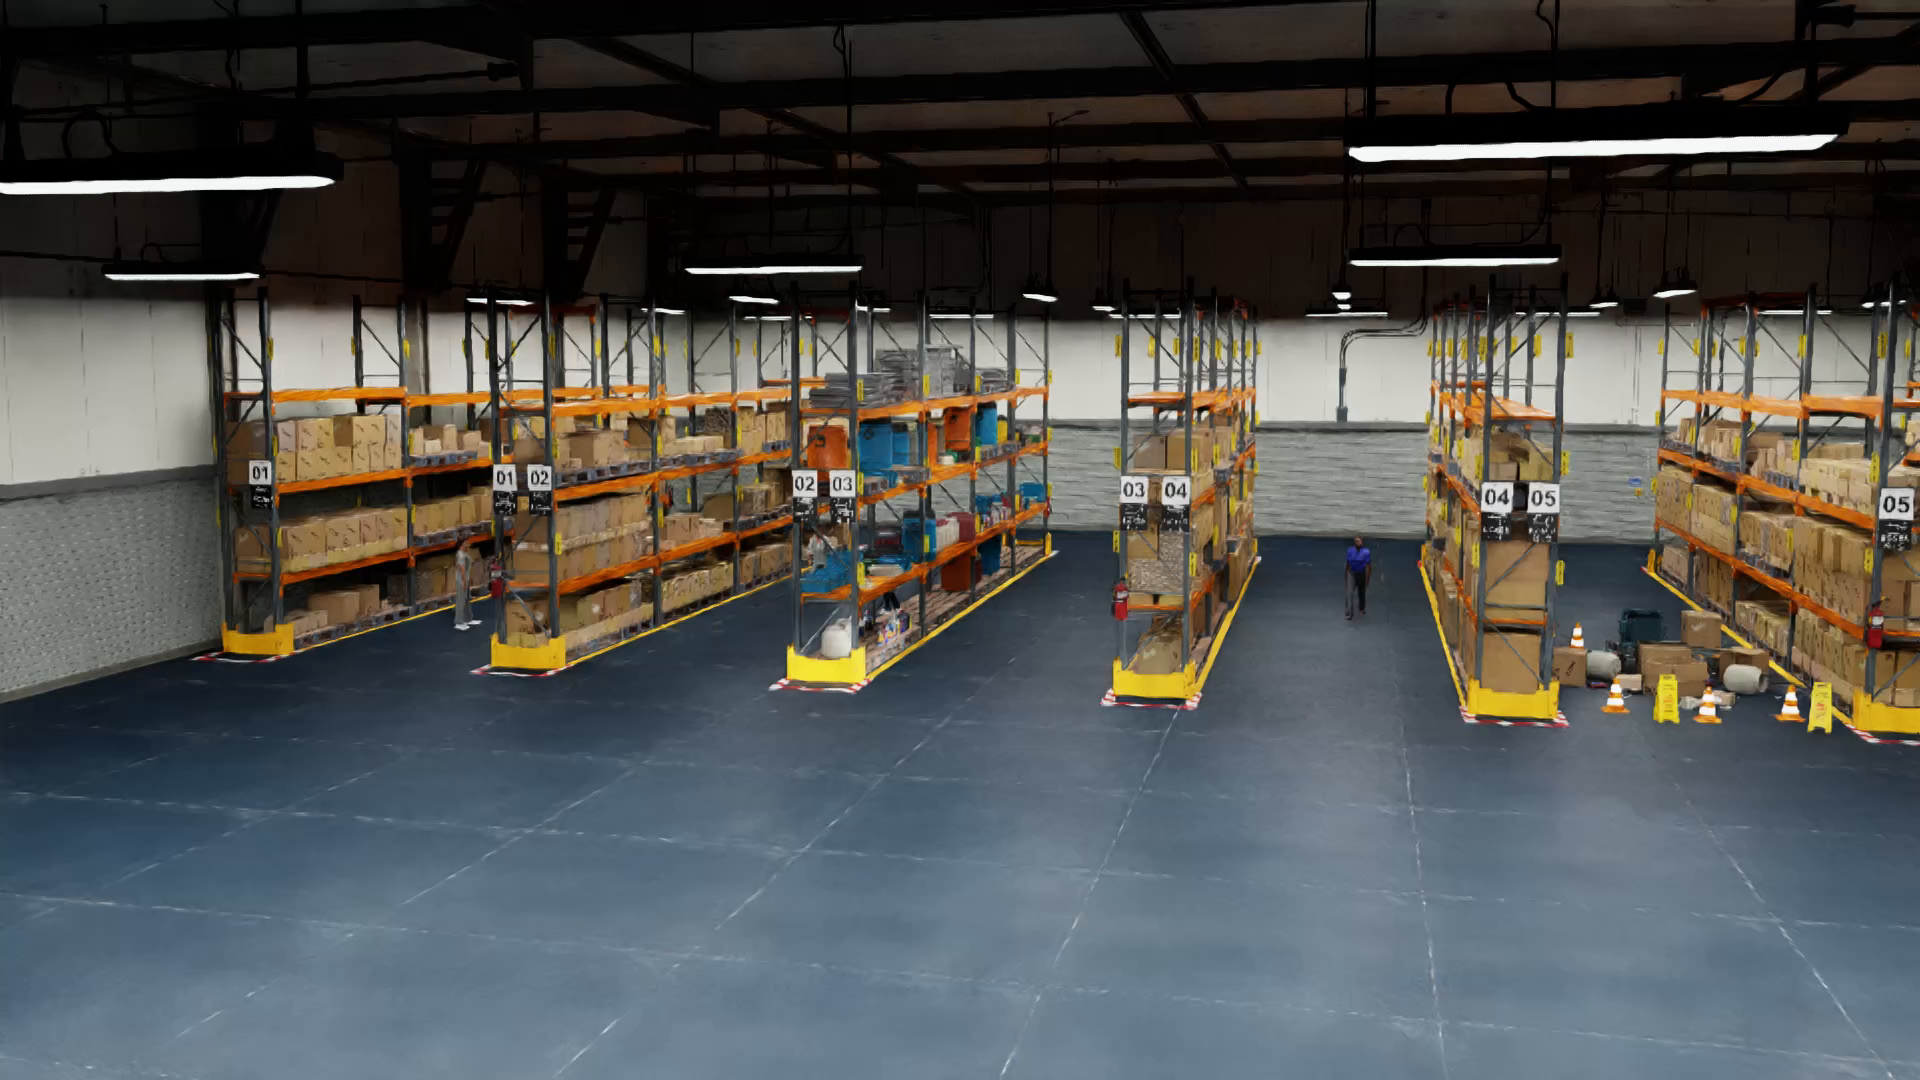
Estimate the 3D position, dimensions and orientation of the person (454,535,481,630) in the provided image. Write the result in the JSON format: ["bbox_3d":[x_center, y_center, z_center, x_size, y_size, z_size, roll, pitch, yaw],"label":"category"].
[{"bbox_3d":[-8.845,0.739,29.774,0.454,1.679,0.539,-2,7,-15],"label":"person"}]

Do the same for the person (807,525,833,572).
[{"bbox_3d":[-2.777,0.448,33.082,0.566,1.541,0.519,1,7,10],"label":"person"}]

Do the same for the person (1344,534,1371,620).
[{"bbox_3d":[7.382,0.665,30.832,0.450,1.572,1.092,2,7,16],"label":"person"}]

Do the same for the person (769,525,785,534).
[{"bbox_3d":[-4.640,-0.771,42.466,0.521,1.778,0.663,2,7,15],"label":"person"}]

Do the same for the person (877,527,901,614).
[{"bbox_3d":[-1.293,0.555,30.124,0.441,1.593,0.497,-1,7,-5],"label":"person"}]
